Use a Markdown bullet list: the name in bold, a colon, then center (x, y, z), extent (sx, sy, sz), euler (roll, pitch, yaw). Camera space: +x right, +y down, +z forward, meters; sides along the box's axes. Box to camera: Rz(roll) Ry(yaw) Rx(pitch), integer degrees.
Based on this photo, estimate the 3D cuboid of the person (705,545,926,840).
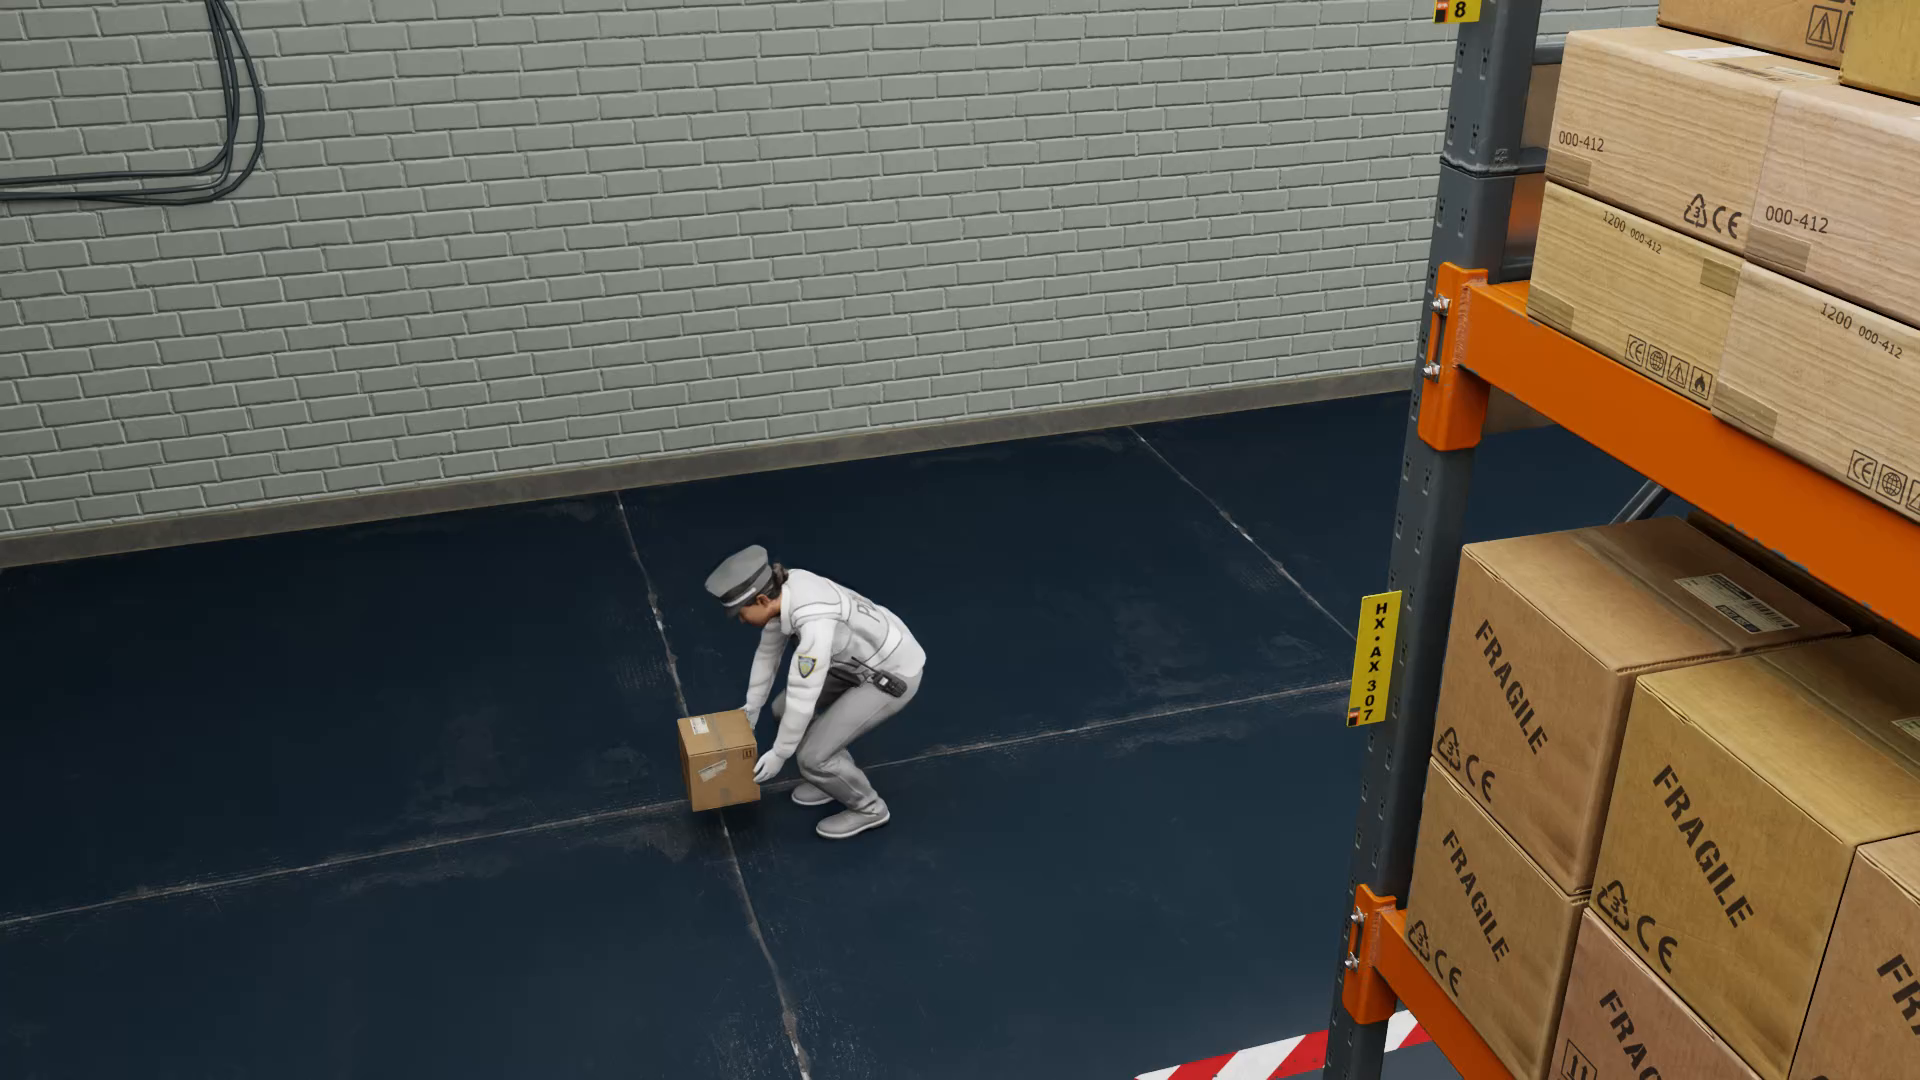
- **person**: center (-0.511, 0.538, 6.076), extent (0.789, 1.188, 0.524), euler (-8, 28, -16)
